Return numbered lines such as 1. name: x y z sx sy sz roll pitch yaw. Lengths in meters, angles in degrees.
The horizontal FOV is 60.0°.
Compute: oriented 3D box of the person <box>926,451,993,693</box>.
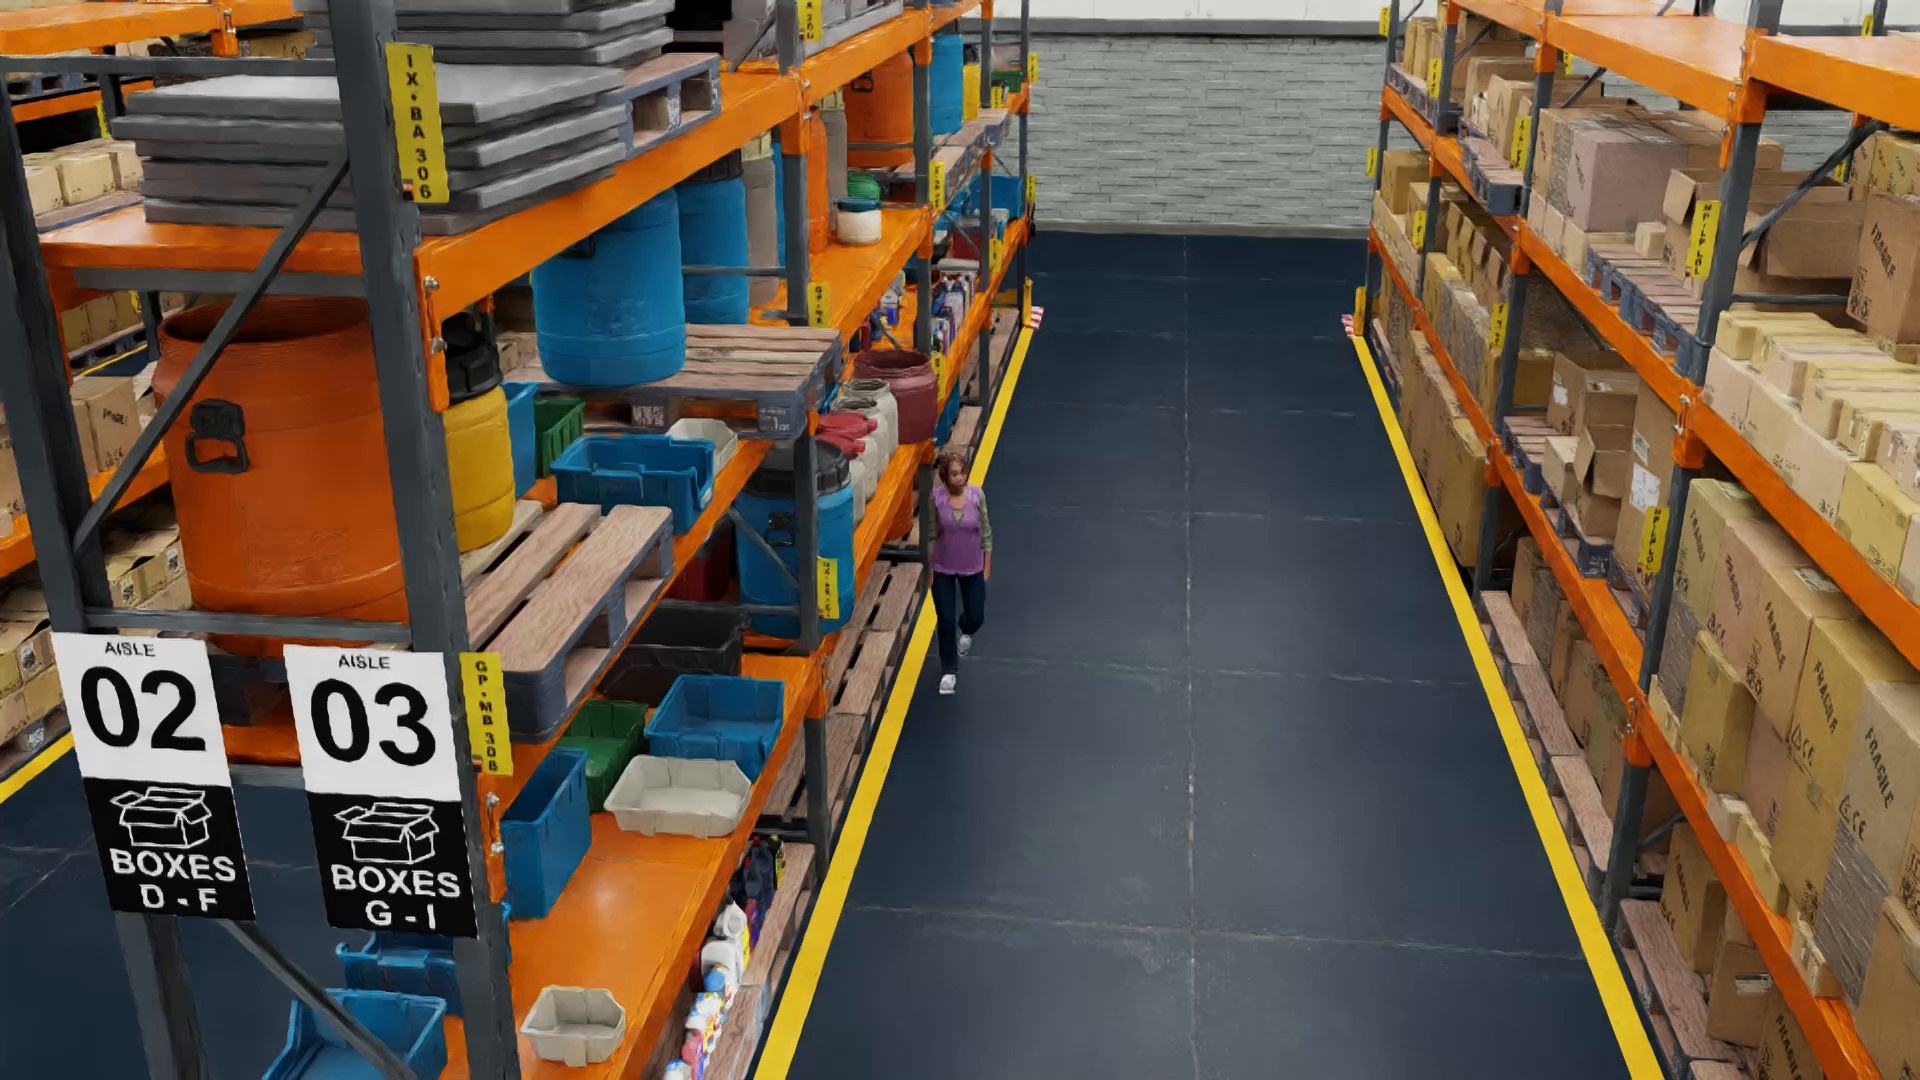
1. person: -0.005 0.159 10.659 0.421 1.579 0.619 -1 22 -3
